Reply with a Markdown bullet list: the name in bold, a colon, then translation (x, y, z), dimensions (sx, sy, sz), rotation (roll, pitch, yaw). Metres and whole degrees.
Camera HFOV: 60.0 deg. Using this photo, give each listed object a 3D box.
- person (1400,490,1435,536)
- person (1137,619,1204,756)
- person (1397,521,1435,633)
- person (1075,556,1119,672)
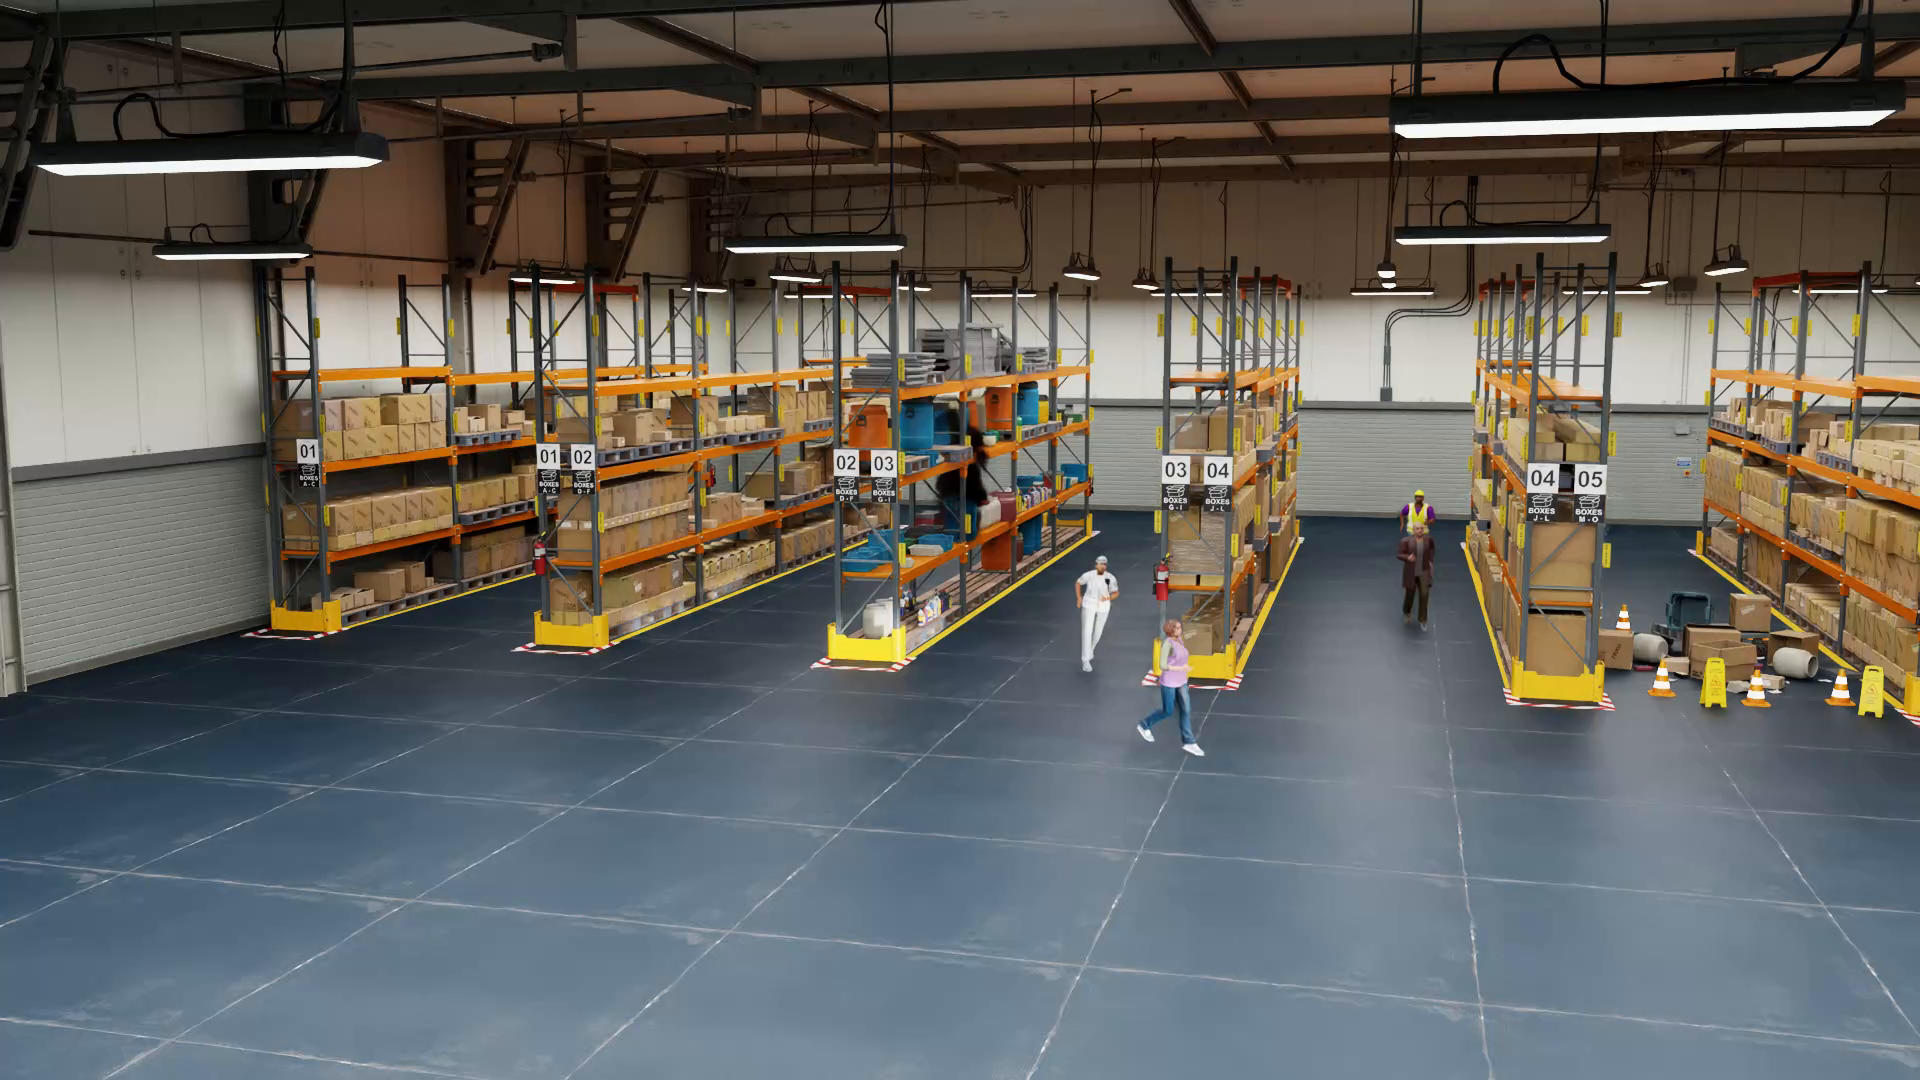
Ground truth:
- **person**: translation (9.267, -0.142, 33.701), dimensions (0.685, 1.738, 0.665), rotation (2, 7, 13)
- **person**: translation (2.499, 1.760, 19.647), dimensions (0.874, 1.502, 0.540), rotation (6, 9, 38)
- **person**: translation (7.636, 0.578, 27.865), dimensions (0.663, 1.805, 1.001), rotation (1, 7, 6)
- **person**: translation (2.040, 1.060, 24.709), dimensions (0.626, 1.675, 0.886), rotation (0, 7, -3)
